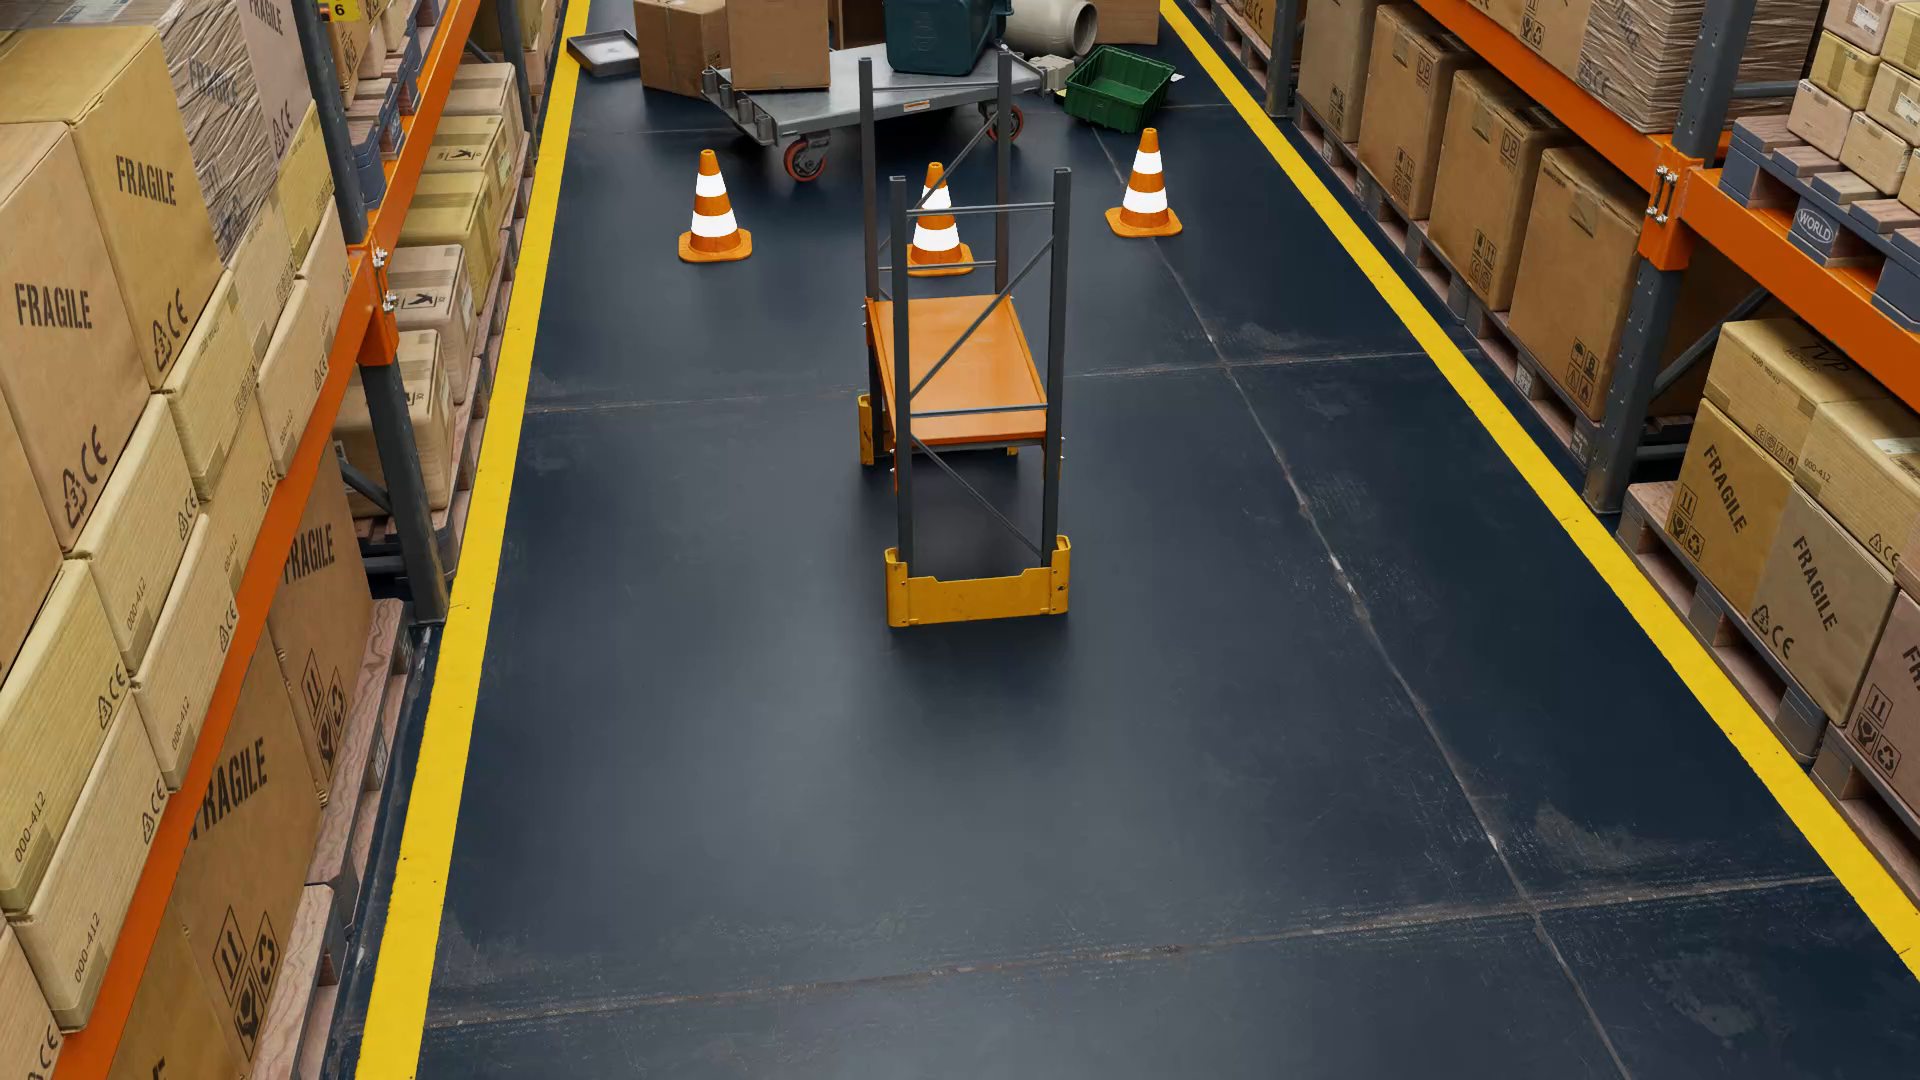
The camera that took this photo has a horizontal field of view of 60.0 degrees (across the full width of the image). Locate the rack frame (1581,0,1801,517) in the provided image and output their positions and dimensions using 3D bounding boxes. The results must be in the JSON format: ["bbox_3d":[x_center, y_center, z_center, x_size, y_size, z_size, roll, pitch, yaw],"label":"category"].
[{"bbox_3d":[2.734,-1.394,5.132,1.000,3.000,0.127,-4,35,-6],"label":"rack frame"}]

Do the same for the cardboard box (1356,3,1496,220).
[{"bbox_3d":[2.495,-1.992,7.634,1.050,0.750,0.750,-4,35,-6],"label":"cardboard box"}]

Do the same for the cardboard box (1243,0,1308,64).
[{"bbox_3d":[2.181,-3.278,9.411,0.875,0.875,0.875,-4,34,-6],"label":"cardboard box"}]

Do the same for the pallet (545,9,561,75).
[{"bbox_3d":[-2.988,-3.097,10.107,1.003,0.211,1.213,-4,35,-6],"label":"pallet"}]

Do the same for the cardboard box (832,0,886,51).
[{"bbox_3d":[-0.355,-3.142,9.793,0.797,0.637,0.503,-4,35,-6],"label":"cardboard box"}]

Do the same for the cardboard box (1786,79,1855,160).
[{"bbox_3d":[2.594,-1.199,4.696,0.380,0.149,0.250,-5,35,-7],"label":"cardboard box"}]

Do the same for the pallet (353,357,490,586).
[{"bbox_3d":[-2.261,-0.247,5.925,1.003,0.211,1.213,-4,35,-6],"label":"pallet"}]

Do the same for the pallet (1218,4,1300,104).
[{"bbox_3d":[2.171,-2.904,9.824,1.003,0.211,1.213,-4,35,-6],"label":"pallet"}]

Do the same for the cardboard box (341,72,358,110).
[{"bbox_3d":[-2.022,-1.388,4.974,0.380,0.149,0.250,-6,35,-9],"label":"cardboard box"}]

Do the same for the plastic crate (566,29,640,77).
[{"bbox_3d":[-2.094,-2.927,9.974,0.402,0.080,0.583,-16,38,-23],"label":"plastic crate"}]

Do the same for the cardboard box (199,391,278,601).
[{"bbox_3d":[-1.696,-0.072,3.326,0.500,0.250,0.500,-5,35,-7],"label":"cardboard box"}]

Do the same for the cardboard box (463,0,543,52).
[{"bbox_3d":[-2.507,-2.892,8.733,0.500,0.500,0.500,-3,34,-4],"label":"cardboard box"}]

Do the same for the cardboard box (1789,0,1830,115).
[{"bbox_3d":[2.941,-1.707,5.502,0.500,0.500,0.500,-4,34,-6],"label":"cardboard box"}]

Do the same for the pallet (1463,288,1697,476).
[{"bbox_3d":[2.703,-0.688,6.572,1.003,0.211,1.213,-4,35,-6],"label":"pallet"}]

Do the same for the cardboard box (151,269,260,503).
[{"bbox_3d":[-1.679,-0.287,3.196,0.500,0.250,0.500,-5,35,-8],"label":"cardboard box"}]

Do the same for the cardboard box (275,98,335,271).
[{"bbox_3d":[-1.841,-0.857,4.032,0.500,0.250,0.500,-4,35,-7],"label":"cardboard box"}]

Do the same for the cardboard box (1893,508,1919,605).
[{"bbox_3d":[2.709,0.119,4.093,0.500,0.250,0.500,-4,34,-6],"label":"cardboard box"}]

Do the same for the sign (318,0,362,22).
[{"bbox_3d":[-1.608,-1.485,4.238,0.100,0.325,0.005,-4,35,-6],"label":"sign"}]

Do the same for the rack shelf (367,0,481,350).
[{"bbox_3d":[-2.427,-1.782,6.340,1.077,0.370,4.000,-4,35,-6],"label":"rack shelf"}]

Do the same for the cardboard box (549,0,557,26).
[{"bbox_3d":[-2.664,-3.175,9.814,0.500,0.250,0.500,-5,35,-7],"label":"cardboard box"}]

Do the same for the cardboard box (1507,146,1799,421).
[{"bbox_3d":[2.741,-0.985,6.156,1.050,0.750,0.750,-5,35,-7],"label":"cardboard box"}]

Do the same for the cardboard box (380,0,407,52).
[{"bbox_3d":[-2.029,-1.700,5.431,0.380,0.149,0.250,-4,34,-6],"label":"cardboard box"}]

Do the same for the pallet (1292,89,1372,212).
[{"bbox_3d":[2.374,-2.049,8.570,1.003,0.211,1.213,-4,35,-6],"label":"pallet"}]

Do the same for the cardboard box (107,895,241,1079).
[{"bbox_3d":[-1.911,1.130,2.942,0.875,0.875,0.875,-3,34,-5],"label":"cardboard box"}]

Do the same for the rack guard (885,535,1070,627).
[{"bbox_3d":[0.057,0.132,5.334,0.587,0.250,0.087,-4,35,-6],"label":"rack guard"}]

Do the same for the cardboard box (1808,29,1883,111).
[{"bbox_3d":[2.600,-1.302,4.583,0.380,0.149,0.250,-3,34,-4],"label":"cardboard box"}]

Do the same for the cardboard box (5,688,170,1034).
[{"bbox_3d":[-1.541,0.490,2.501,0.500,0.250,0.500,-5,35,-7],"label":"cardboard box"}]

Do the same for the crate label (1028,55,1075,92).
[{"bbox_3d":[0.518,-2.695,9.583,0.250,0.136,0.298,27,43,34],"label":"crate label"}]

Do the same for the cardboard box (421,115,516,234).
[{"bbox_3d":[-2.522,-1.589,7.379,0.950,0.372,0.625,-2,34,-3],"label":"cardboard box"}]

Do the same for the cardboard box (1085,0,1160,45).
[{"bbox_3d":[0.970,-3.383,10.268,0.500,0.500,0.500,1,34,2],"label":"cardboard box"}]

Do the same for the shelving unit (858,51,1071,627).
[{"bbox_3d":[-0.010,-0.662,5.390,0.587,1.500,1.083,-4,35,-6],"label":"shelving unit"}]

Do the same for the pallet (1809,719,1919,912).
[{"bbox_3d":[2.998,0.874,4.281,1.003,0.211,1.213,-4,35,-6],"label":"pallet"}]

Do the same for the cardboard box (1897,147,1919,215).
[{"bbox_3d":[2.667,-0.899,4.255,0.380,0.149,0.250,-3,34,-4],"label":"cardboard box"}]

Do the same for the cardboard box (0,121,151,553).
[{"bbox_3d":[-1.631,-0.302,2.554,0.500,0.500,0.500,-5,35,-7],"label":"cardboard box"}]

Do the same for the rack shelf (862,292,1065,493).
[{"bbox_3d":[-0.011,-0.519,5.499,0.538,0.185,1.000,-4,35,-6],"label":"rack shelf"}]

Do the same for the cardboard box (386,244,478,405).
[{"bbox_3d":[-2.331,-0.778,6.188,0.950,0.372,0.625,-5,35,-7],"label":"cardboard box"}]

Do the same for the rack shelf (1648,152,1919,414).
[{"bbox_3d":[3.003,0.019,3.697,1.077,0.370,4.000,-4,35,-6],"label":"rack shelf"}]

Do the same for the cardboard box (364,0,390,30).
[{"bbox_3d":[-2.066,-1.860,5.089,0.500,0.500,0.500,-3,34,-4],"label":"cardboard box"}]

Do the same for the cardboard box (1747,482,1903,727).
[{"bbox_3d":[2.647,0.160,4.699,0.500,0.500,0.500,-4,34,-6],"label":"cardboard box"}]

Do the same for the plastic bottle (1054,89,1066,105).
[{"bbox_3d":[0.663,-2.452,9.294,0.133,0.061,0.283,-24,41,-30],"label":"plastic bottle"}]

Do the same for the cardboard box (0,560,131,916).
[{"bbox_3d":[-1.539,0.285,2.357,0.500,0.250,0.500,-4,34,-6],"label":"cardboard box"}]

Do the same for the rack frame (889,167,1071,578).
[{"bbox_3d":[0.057,-0.384,4.981,0.500,1.500,0.032,-4,35,-6],"label":"rack frame"}]

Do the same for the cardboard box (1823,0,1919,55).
[{"bbox_3d":[2.605,-1.435,4.514,0.380,0.149,0.250,-4,35,-6],"label":"cardboard box"}]

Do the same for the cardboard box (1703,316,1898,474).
[{"bbox_3d":[2.587,-0.442,4.915,0.500,0.250,0.500,-6,35,-9],"label":"cardboard box"}]

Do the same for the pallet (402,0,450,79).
[{"bbox_3d":[-2.464,-1.985,6.170,1.003,0.211,1.213,-4,35,-6],"label":"pallet"}]

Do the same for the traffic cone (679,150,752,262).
[{"bbox_3d":[-1.141,-1.561,7.629,0.336,0.463,0.334,-4,35,-6],"label":"traffic cone"}]

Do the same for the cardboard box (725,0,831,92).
[{"bbox_3d":[-0.936,-2.627,8.488,0.500,0.500,0.500,-4,35,-6],"label":"cardboard box"}]

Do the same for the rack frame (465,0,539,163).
[{"bbox_3d":[-2.696,-3.195,7.775,1.000,3.000,0.127,-4,35,-6],"label":"rack frame"}]

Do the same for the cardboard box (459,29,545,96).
[{"bbox_3d":[-2.507,-2.582,8.944,0.500,0.250,0.500,-6,35,-9],"label":"cardboard box"}]

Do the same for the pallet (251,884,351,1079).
[{"bbox_3d":[-1.965,1.314,3.634,1.003,0.211,1.213,-4,35,-6],"label":"pallet"}]

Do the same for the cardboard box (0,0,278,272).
[{"bbox_3d":[-1.752,-0.863,3.376,0.500,0.500,0.500,-4,34,-6],"label":"cardboard box"}]

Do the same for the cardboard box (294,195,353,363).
[{"bbox_3d":[-1.832,-0.638,4.156,0.500,0.250,0.500,-6,35,-8],"label":"cardboard box"}]

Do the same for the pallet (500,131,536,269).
[{"bbox_3d":[-2.589,-1.608,7.923,1.003,0.211,1.213,-4,35,-6],"label":"pallet"}]

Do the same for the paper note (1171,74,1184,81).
[{"bbox_3d":[1.208,-2.706,9.694,0.142,0.020,0.147,27,43,34],"label":"paper note"}]

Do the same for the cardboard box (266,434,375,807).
[{"bbox_3d":[-2.147,0.133,4.405,0.875,0.875,0.875,-5,35,-7],"label":"cardboard box"}]

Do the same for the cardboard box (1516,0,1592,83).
[{"bbox_3d":[2.342,-1.945,5.852,0.500,0.500,0.500,-4,35,-6],"label":"cardboard box"}]
